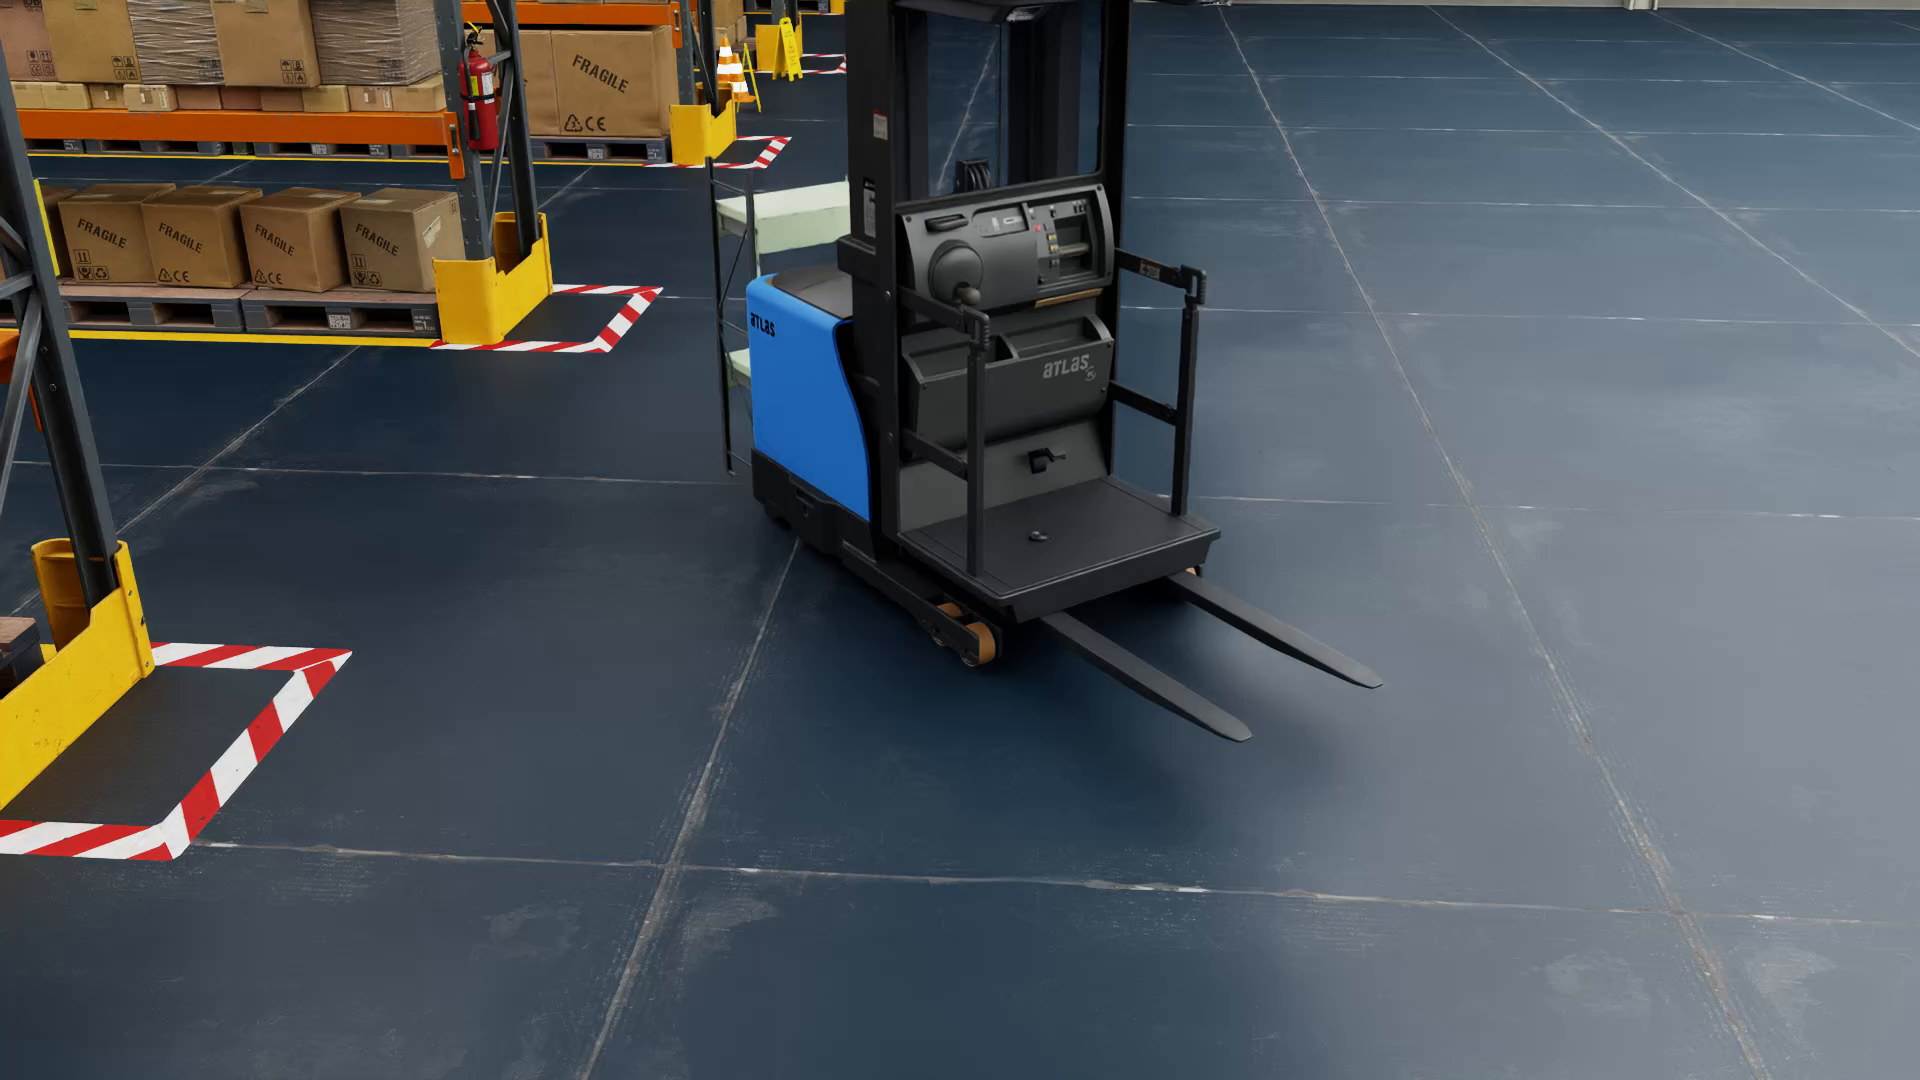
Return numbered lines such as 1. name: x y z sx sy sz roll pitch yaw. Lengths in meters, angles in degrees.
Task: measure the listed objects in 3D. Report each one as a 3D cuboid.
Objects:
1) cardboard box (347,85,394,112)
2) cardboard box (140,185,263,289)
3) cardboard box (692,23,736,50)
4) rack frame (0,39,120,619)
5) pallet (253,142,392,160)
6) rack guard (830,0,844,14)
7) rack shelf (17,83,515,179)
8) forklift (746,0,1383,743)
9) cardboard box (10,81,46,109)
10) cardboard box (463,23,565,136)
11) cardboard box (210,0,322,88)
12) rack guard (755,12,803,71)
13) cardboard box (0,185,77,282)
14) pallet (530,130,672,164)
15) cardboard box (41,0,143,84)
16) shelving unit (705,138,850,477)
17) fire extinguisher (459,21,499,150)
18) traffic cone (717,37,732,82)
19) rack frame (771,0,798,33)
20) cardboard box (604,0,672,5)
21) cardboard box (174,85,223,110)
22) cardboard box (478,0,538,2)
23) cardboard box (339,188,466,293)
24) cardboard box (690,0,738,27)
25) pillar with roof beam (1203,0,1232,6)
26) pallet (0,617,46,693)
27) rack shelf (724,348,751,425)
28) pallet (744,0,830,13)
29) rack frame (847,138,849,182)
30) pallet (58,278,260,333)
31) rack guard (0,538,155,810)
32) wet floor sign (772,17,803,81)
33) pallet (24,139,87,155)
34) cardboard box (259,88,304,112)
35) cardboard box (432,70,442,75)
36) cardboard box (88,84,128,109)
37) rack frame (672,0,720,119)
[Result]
1. cardboard box: -3.309 -2.565 9.537 0.250 0.149 0.380 2 25 4
2. cardboard box: -4.602 -1.863 10.198 0.500 0.500 0.500 4 25 9
3. cardboard box: -2.851 -5.735 18.911 0.500 0.250 0.500 2 25 4
4. rack frame: -3.139 -0.684 5.148 0.127 3.000 1.000 2 25 4
5. pallet: -5.515 -3.616 14.857 1.213 0.211 1.003 2 25 4
6. rack guard: -1.601 -7.811 23.627 0.348 0.500 1.175 2 25 4
7. rack shelf: -4.754 -2.485 9.923 4.000 0.370 1.077 2 25 4
8. forklift: 0.313 -1.085 6.102 1.130 2.935 3.031 -16 29 -31
9. cardboard box: -5.308 -2.600 9.613 0.250 0.149 0.380 2 25 4
10. cardboard box: -3.838 -4.059 14.522 0.875 0.875 0.875 1 25 3
11. cardboard box: -3.814 -2.924 9.540 0.500 0.500 0.875 2 25 4
12. rack guard: -2.077 -5.745 19.138 0.348 0.500 1.175 2 25 4
13. cardboard box: -5.780 -1.887 10.250 0.500 0.500 0.500 10 27 21
14. pallet: -3.082 -3.538 14.687 1.213 0.211 1.003 2 25 4
15. cardboard box: -4.806 -2.979 9.659 0.500 0.500 0.875 2 25 4
16. shelving unit: -0.703 -1.033 7.701 0.755 1.500 0.431 -16 29 -31
17. fire extinguisher: -2.681 -2.517 9.225 0.183 0.674 0.296 2 25 4
18. traffic cone: -2.528 -5.202 18.002 0.334 0.463 0.336 2 25 4
19. rack frame: -2.001 -6.878 18.610 0.127 3.000 1.000 2 25 4
20. cardboard box: -2.653 -4.873 14.073 0.550 0.550 0.875 2 25 4
21. cardboard box: -4.307 -2.590 9.591 0.250 0.149 0.380 2 25 4
22. cardboard box: -3.751 -4.952 14.244 0.550 0.550 0.875 2 25 4
23. cardboard box: -3.381 -1.830 10.127 0.500 0.500 0.500 6 25 14
24. cardboard box: -2.820 -6.078 18.760 0.500 0.500 0.500 2 25 4
25. pillar with roof beam: 3.403 -10.084 18.400 0.400 9.000 9.100 2 25 4
26. pallet: -4.028 0.572 5.755 1.213 0.211 1.003 2 25 4
27. rack shelf: -0.703 -0.737 7.837 0.720 0.370 0.431 -16 29 -31
28. pallet: -2.390 -7.688 23.704 1.213 0.211 1.003 2 25 4
29. rack frame: -0.403 -1.121 7.891 0.023 1.500 0.400 -16 29 -31
30. pallet: -4.856 -1.565 10.398 1.213 0.211 1.003 2 25 4
31. rack guard: -3.218 0.469 5.633 0.348 0.500 1.175 2 25 4
32. wet floor sign: -1.893 -5.357 18.120 0.232 0.644 0.267 11 27 22
33. pallet: -8.262 -3.705 15.048 1.213 0.211 1.003 2 25 4
34. cardboard box: -3.810 -2.566 9.539 0.250 0.149 0.380 2 25 4
35. cardboard box: -3.026 -2.742 9.922 0.250 0.149 0.380 2 25 4
36. cardboard box: -4.807 -2.598 9.609 0.250 0.149 0.380 2 25 4
37. rack frame: -2.279 -4.812 14.119 0.127 3.000 1.000 2 25 4
